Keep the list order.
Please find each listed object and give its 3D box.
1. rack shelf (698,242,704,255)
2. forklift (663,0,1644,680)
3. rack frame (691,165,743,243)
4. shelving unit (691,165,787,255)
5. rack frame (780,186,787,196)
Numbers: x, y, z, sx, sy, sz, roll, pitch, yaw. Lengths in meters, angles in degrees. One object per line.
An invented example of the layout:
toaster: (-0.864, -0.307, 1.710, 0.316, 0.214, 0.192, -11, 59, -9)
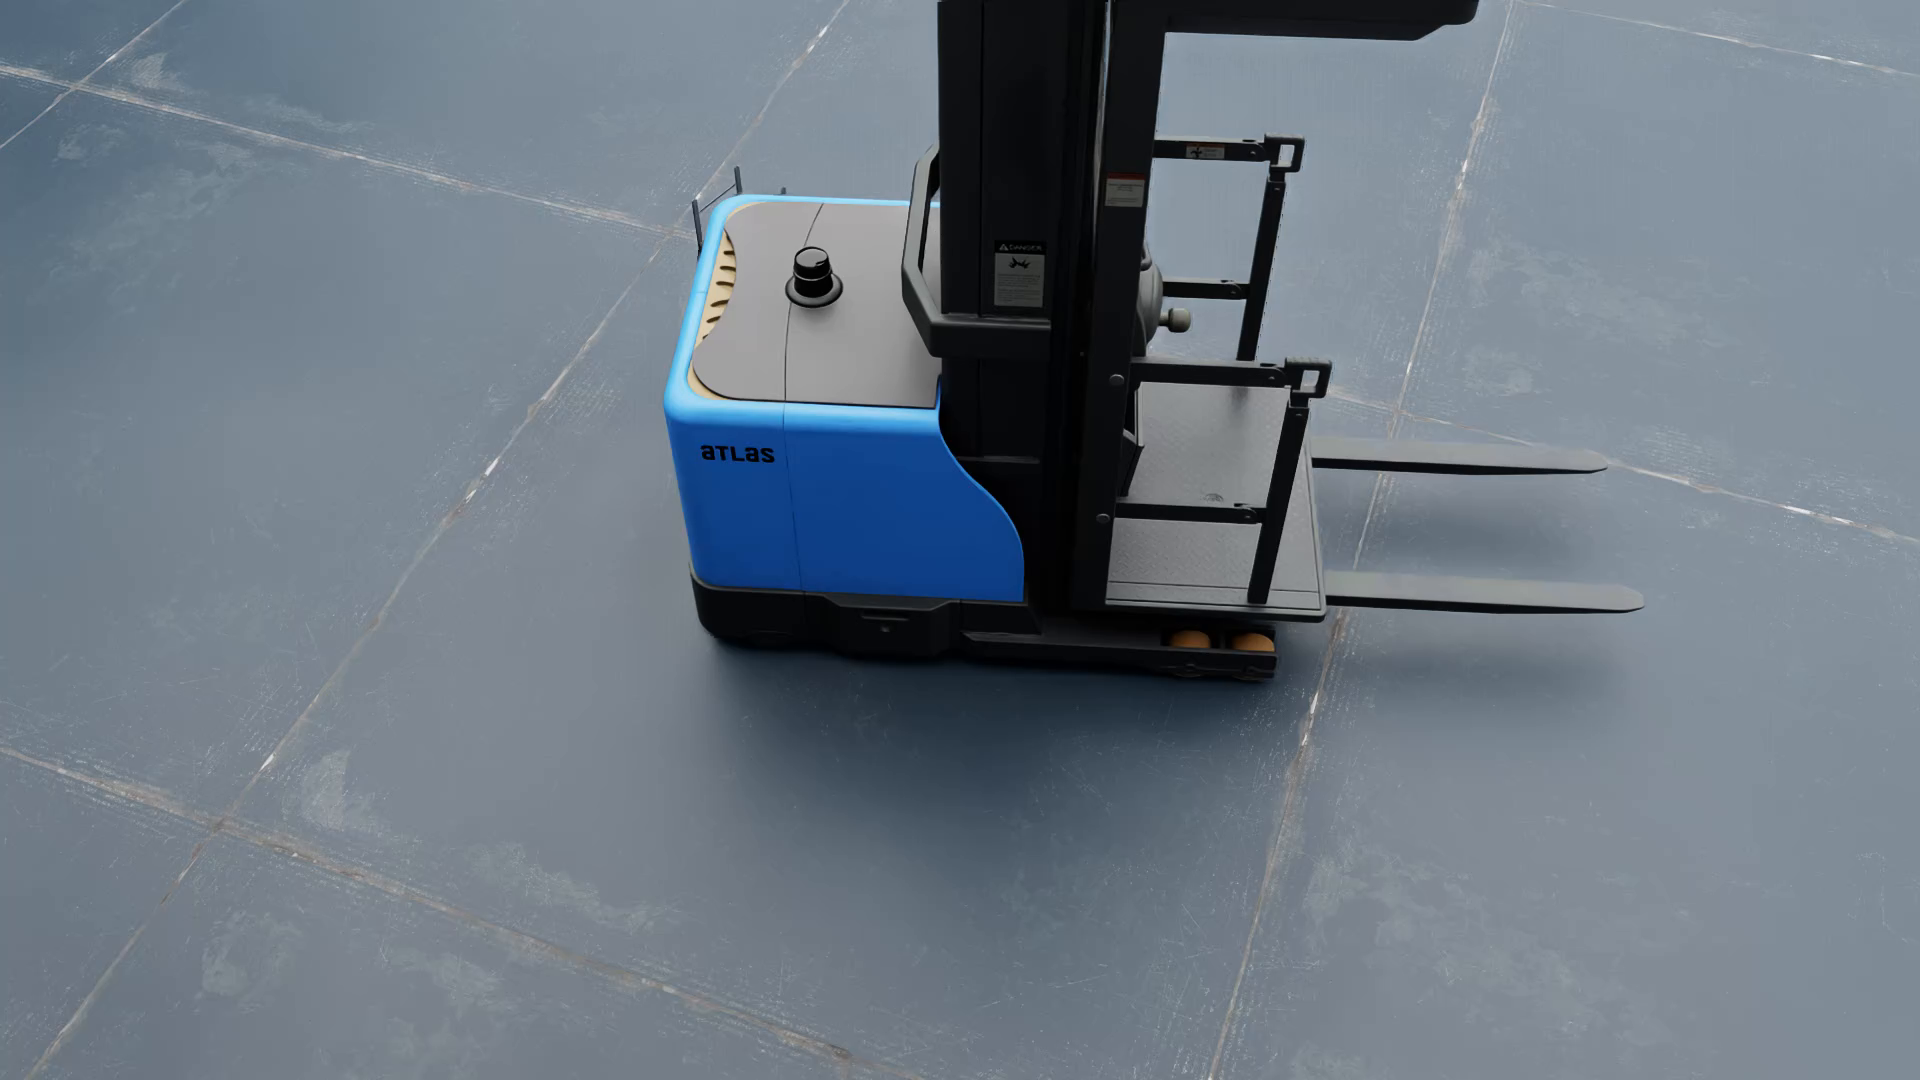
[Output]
rack shelf: (-0.740, -1.018, 5.723, 0.200, 0.077, 0.258, 28, 55, 22)
forklift: (0.681, -0.926, 4.613, 3.031, 2.935, 1.130, 3, 49, 2)
rack frame: (-0.823, -0.907, 5.940, 0.006, 0.900, 0.240, 28, 55, 22)
shelving unit: (-0.740, -0.863, 5.902, 0.210, 0.900, 0.258, 28, 55, 22)
rack frame: (-0.657, -0.819, 5.864, 0.006, 0.900, 0.240, 28, 55, 22)
